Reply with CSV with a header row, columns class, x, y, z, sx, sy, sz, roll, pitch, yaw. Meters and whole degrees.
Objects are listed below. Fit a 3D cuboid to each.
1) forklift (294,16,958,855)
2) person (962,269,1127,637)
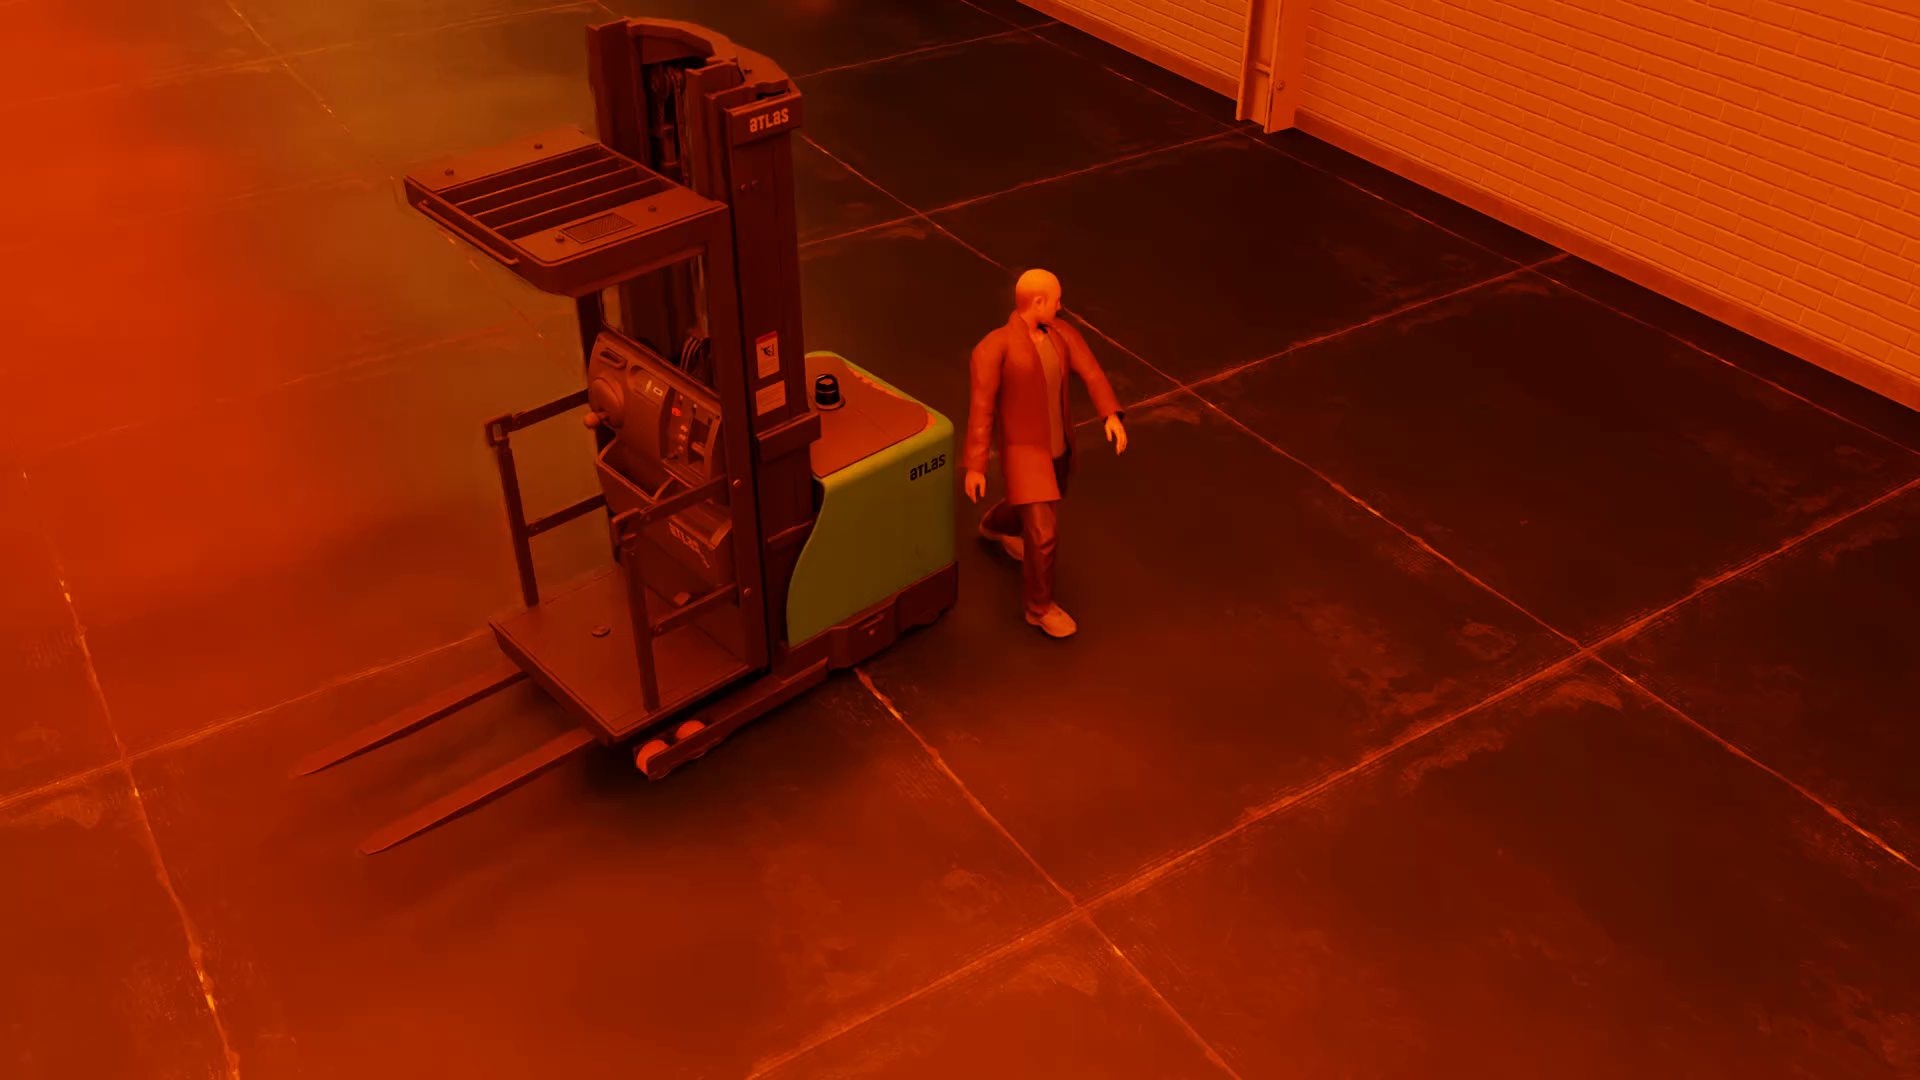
class,x,y,z,sx,sy,sz,roll,pitch,yaw
forklift,-1.440,-0.503,6.863,3.031,2.935,1.130,-27,43,-33
person,0.331,-0.416,7.842,0.949,1.685,0.783,24,41,30
